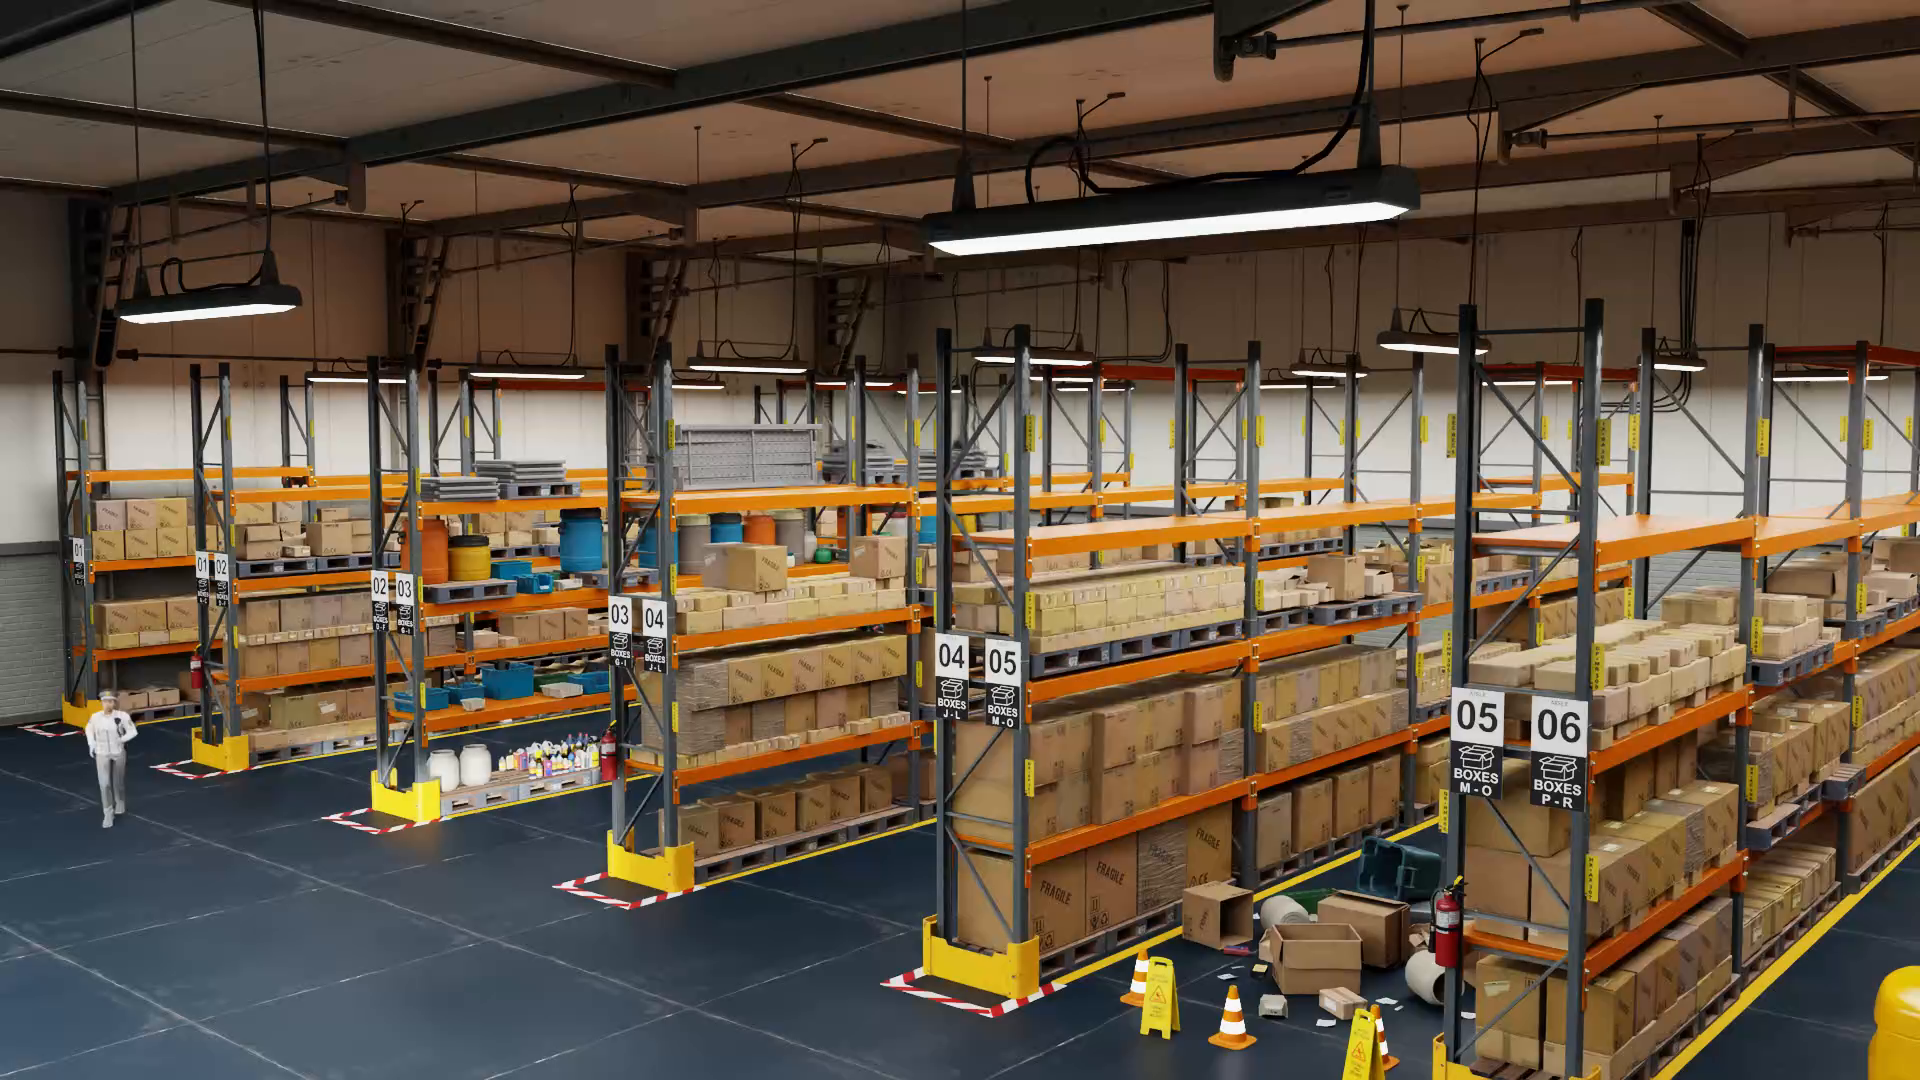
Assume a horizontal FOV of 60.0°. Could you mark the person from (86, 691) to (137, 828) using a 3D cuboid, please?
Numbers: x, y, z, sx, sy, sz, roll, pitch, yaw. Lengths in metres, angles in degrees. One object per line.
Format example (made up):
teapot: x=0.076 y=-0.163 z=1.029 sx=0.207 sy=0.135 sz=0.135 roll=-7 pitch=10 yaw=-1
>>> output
person: x=-10.923 y=2.773 z=21.416 sx=0.613 sy=1.716 sz=0.828 roll=-2 pitch=4 yaw=-23

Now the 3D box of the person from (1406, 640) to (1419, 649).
person: x=7.176 y=2.405 z=26.308 sx=0.638 sy=1.754 sz=0.707 roll=-3 pitch=5 yaw=-38

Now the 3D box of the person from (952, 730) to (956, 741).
person: x=-0.236 y=2.484 z=25.104 sx=0.731 sy=1.718 sz=0.554 roll=4 pitch=6 yaw=43
